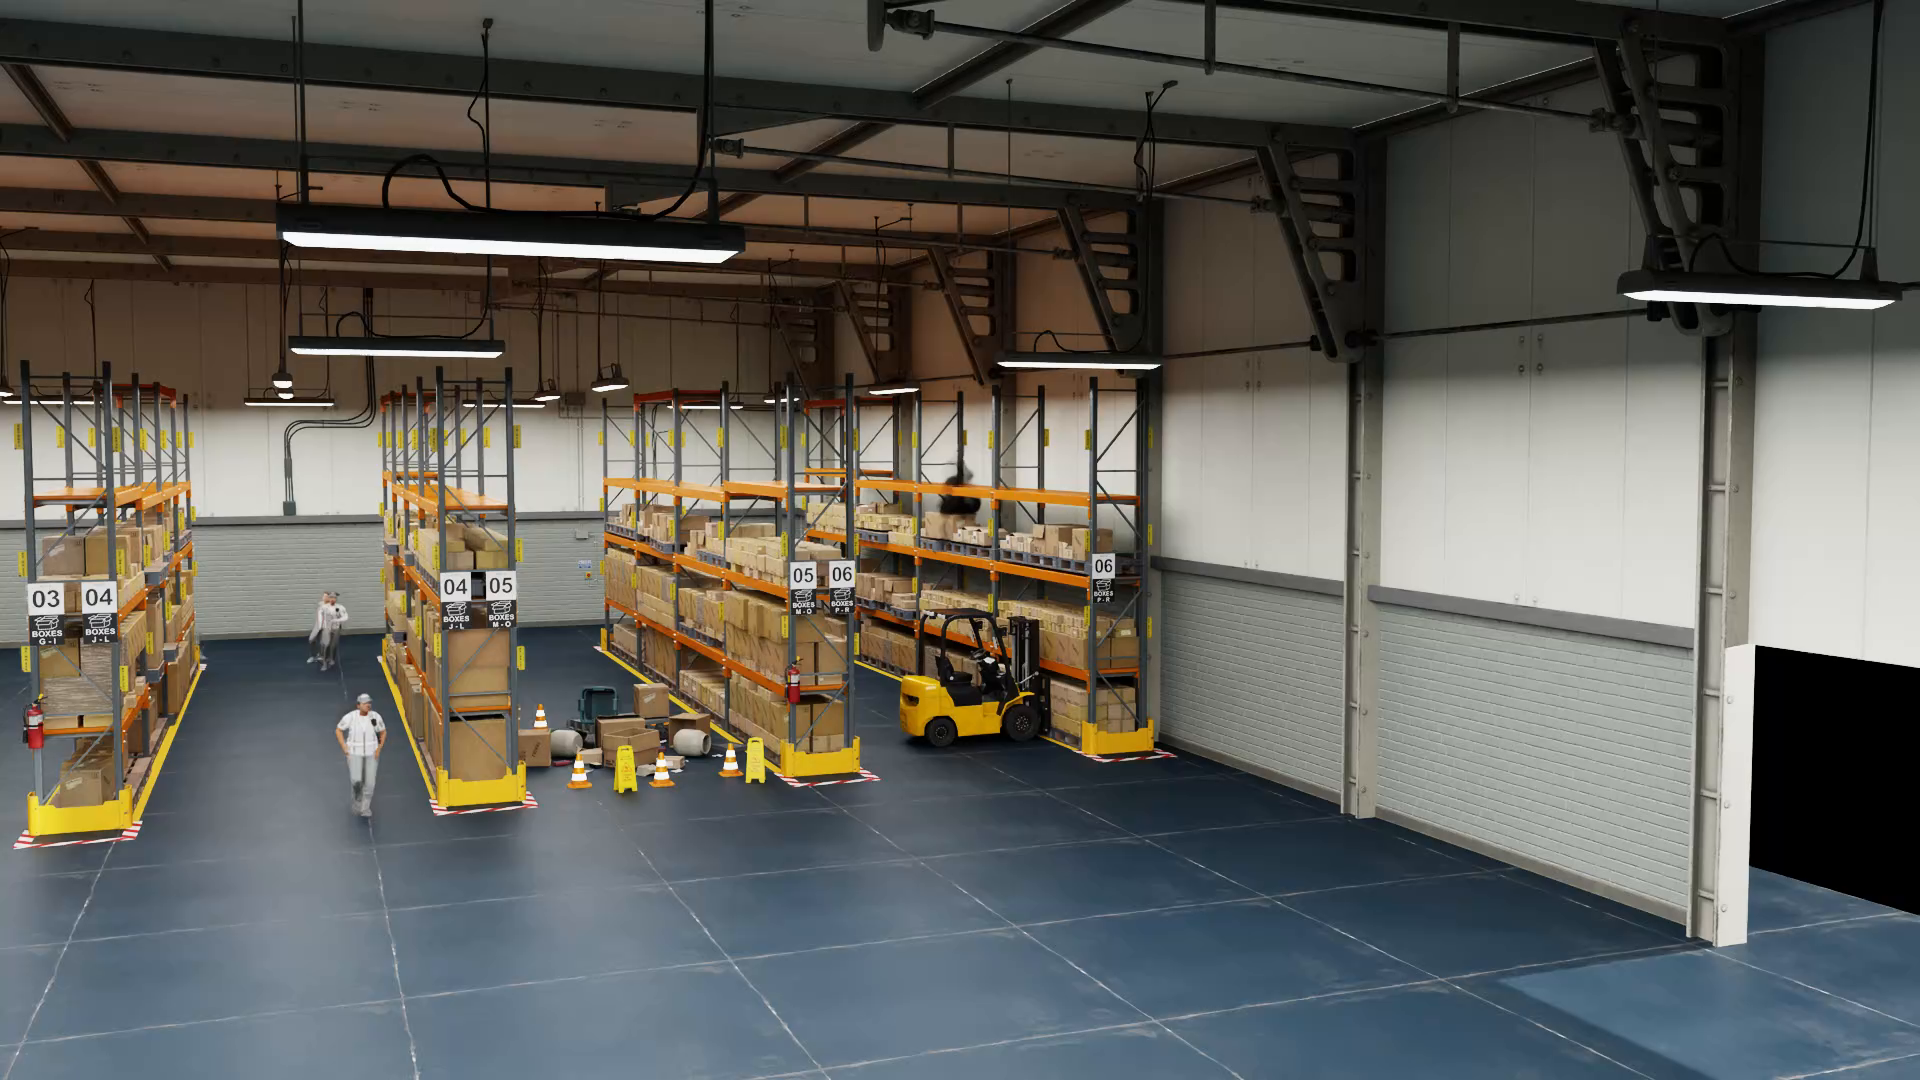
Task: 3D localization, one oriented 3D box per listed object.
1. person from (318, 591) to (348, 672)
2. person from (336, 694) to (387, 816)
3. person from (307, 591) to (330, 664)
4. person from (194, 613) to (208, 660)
[{"bbox_3d":[-13.690,1.983,36.333,0.613,1.739,0.685,-1,4,-19],"label":"person"},{"bbox_3d":[-7.923,2.861,22.081,0.629,1.632,0.556,-2,4,-27],"label":"person"},{"bbox_3d":[-14.291,1.961,37.345,0.697,1.635,0.667,1,3,9],"label":"person"},{"bbox_3d":[-17.567,1.865,37.578,0.925,1.777,0.716,0,3,-1],"label":"person"}]
